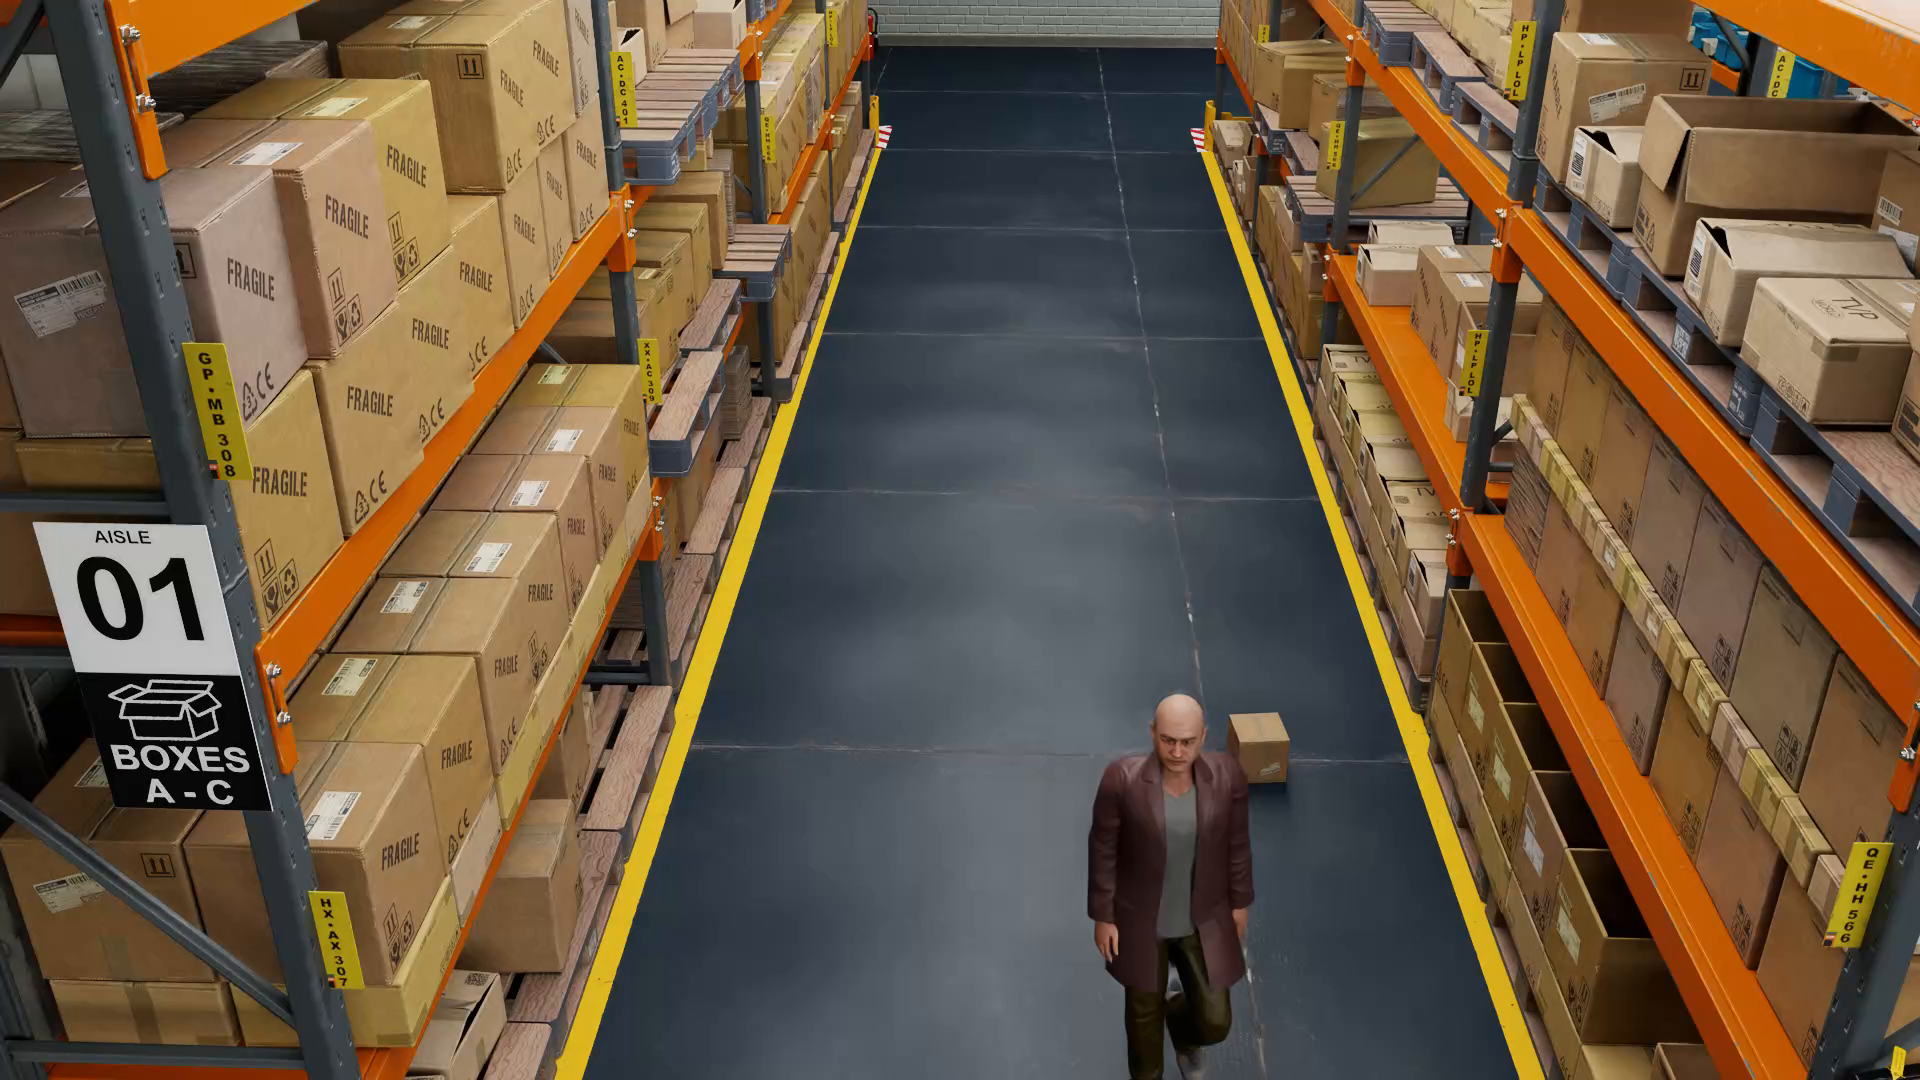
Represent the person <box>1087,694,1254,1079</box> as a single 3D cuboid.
[{"bbox_3d":[0.759,1.351,5.991,0.613,1.782,0.514,0,28,1],"label":"person"}]
